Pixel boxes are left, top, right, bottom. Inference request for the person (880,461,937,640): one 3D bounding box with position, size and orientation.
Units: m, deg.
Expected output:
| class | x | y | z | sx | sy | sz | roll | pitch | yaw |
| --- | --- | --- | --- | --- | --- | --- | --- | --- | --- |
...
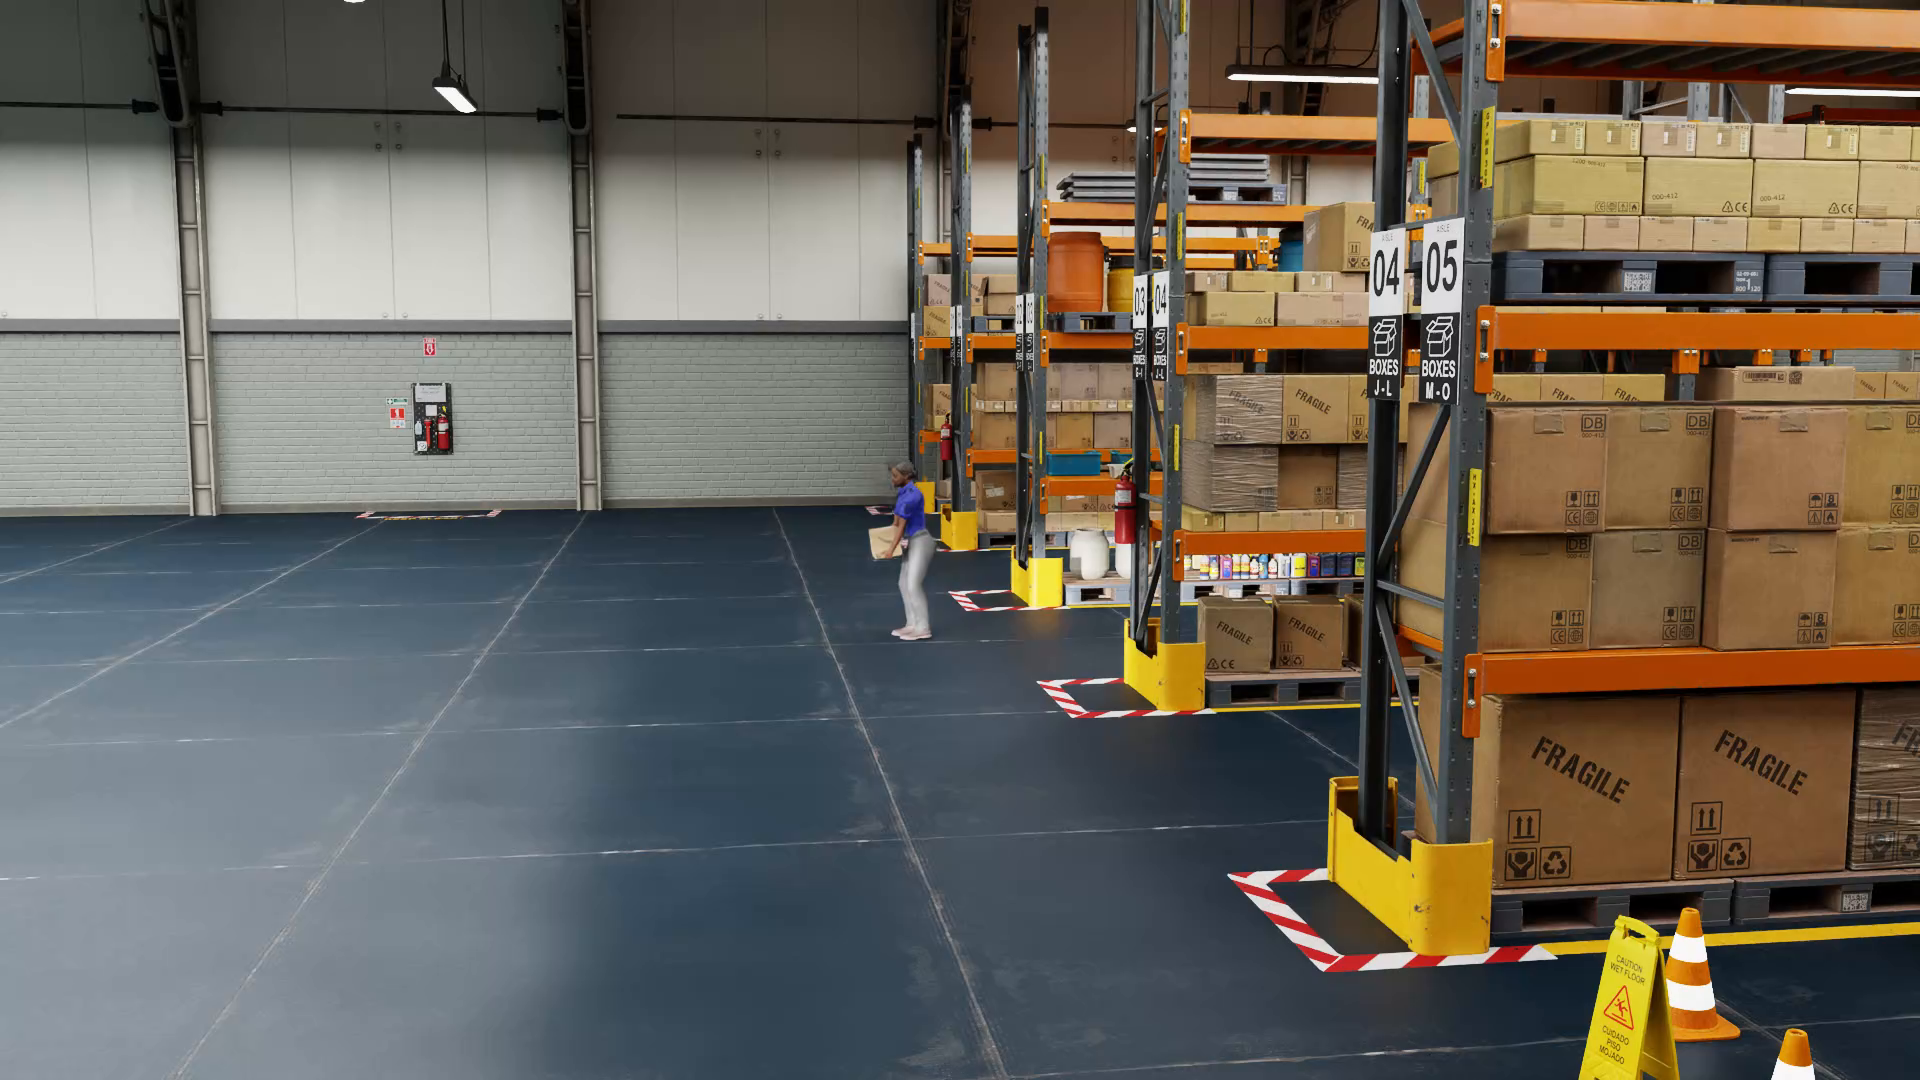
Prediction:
| class | x | y | z | sx | sy | sz | roll | pitch | yaw |
| --- | --- | --- | --- | --- | --- | --- | --- | --- | --- |
| person | -0.487 | 0.089 | 15.232 | 0.539 | 1.637 | 0.411 | -1 | 7 | -10 |
